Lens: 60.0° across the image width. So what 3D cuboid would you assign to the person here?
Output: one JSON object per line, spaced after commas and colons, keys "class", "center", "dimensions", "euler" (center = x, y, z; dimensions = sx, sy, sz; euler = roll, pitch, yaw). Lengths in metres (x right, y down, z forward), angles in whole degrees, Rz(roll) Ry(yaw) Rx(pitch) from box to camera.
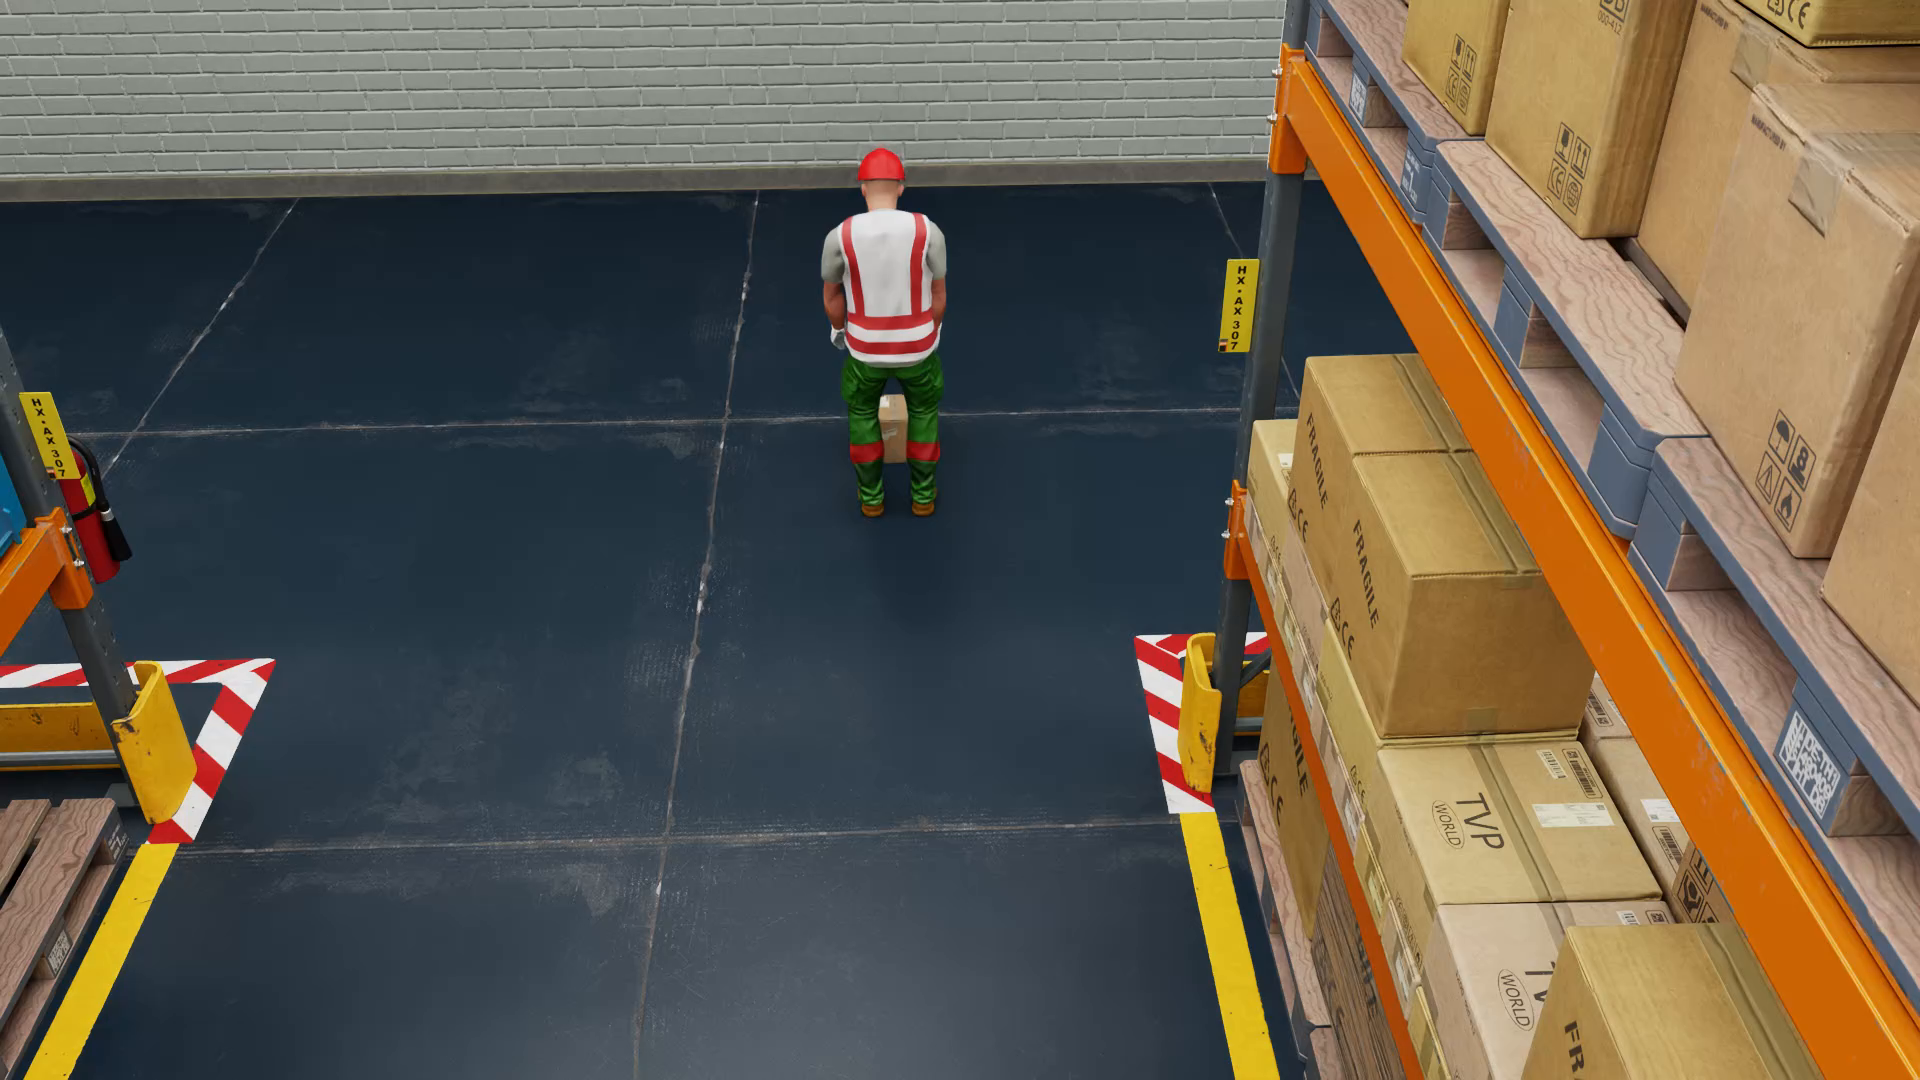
{"class": "person", "center": [-0.332, -0.896, 7.466], "dimensions": [0.547, 1.724, 0.477], "euler": [-1, 35, -1]}
